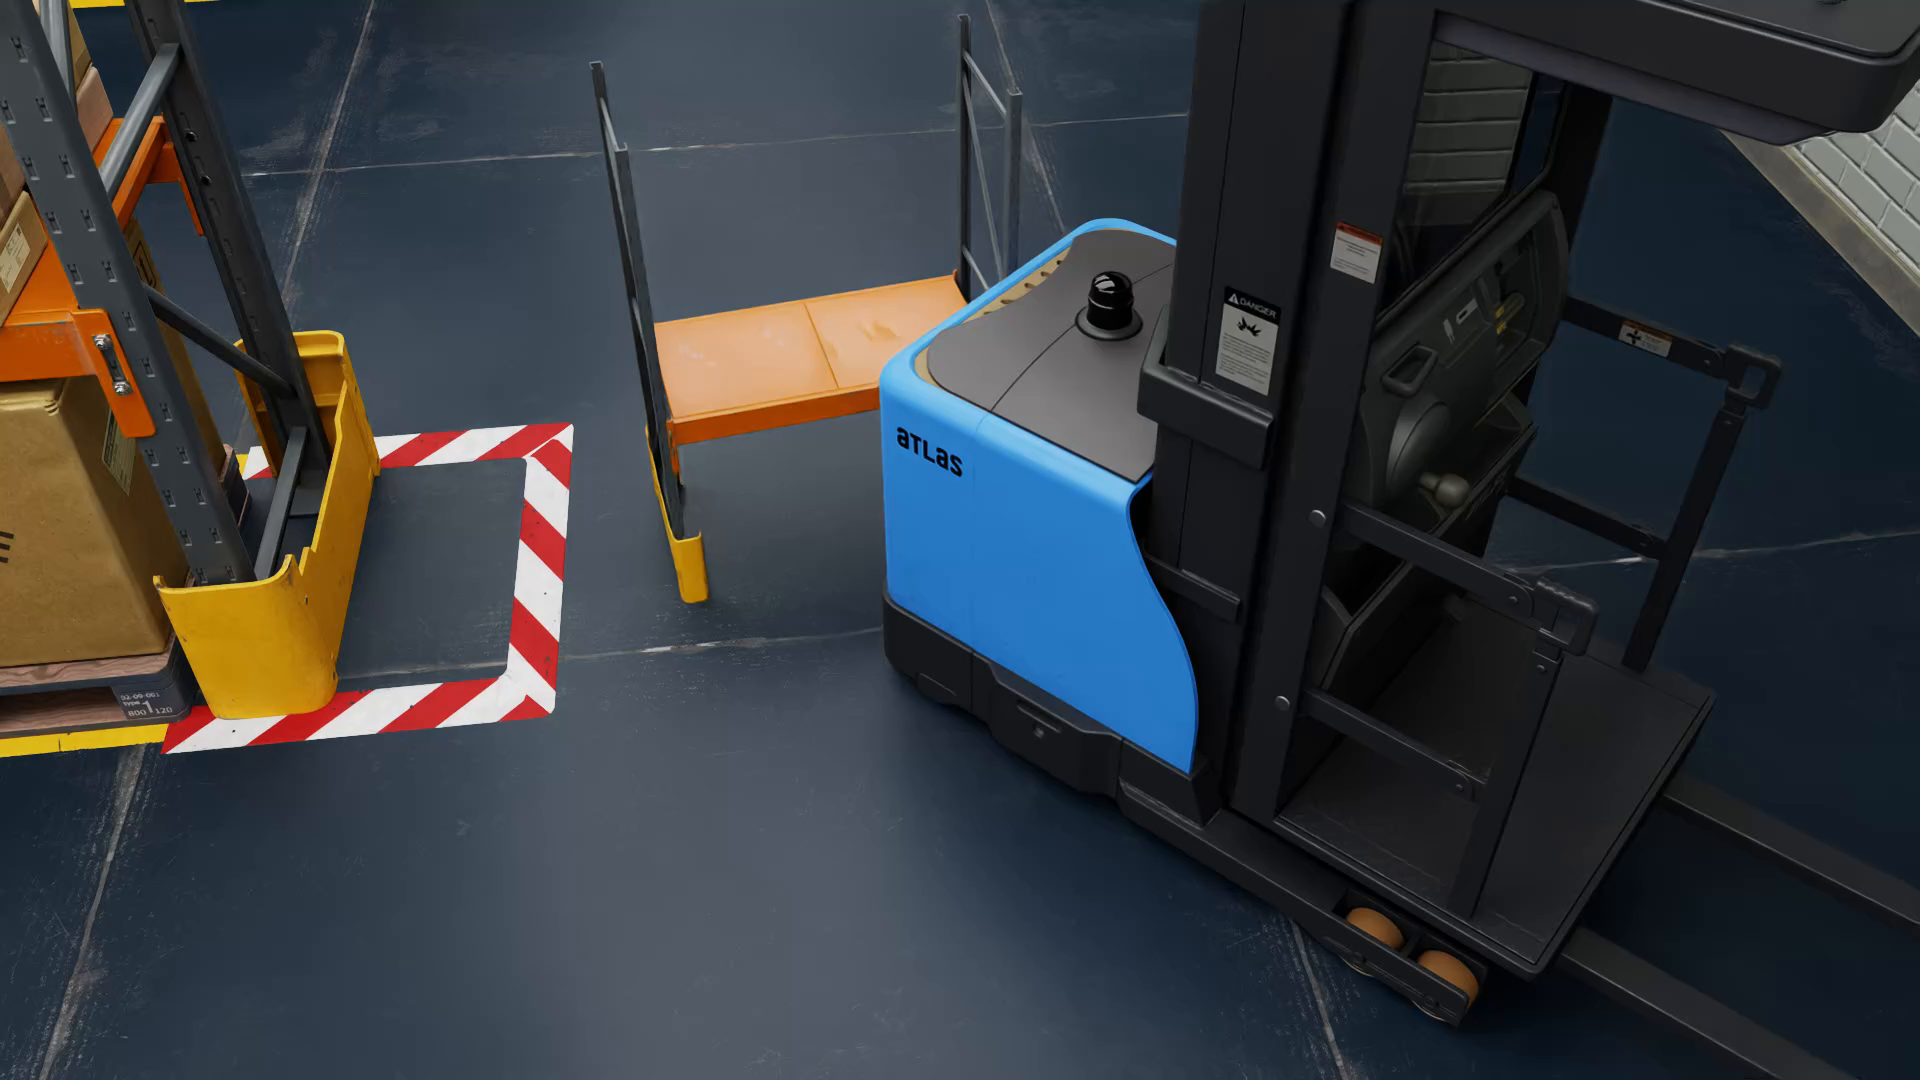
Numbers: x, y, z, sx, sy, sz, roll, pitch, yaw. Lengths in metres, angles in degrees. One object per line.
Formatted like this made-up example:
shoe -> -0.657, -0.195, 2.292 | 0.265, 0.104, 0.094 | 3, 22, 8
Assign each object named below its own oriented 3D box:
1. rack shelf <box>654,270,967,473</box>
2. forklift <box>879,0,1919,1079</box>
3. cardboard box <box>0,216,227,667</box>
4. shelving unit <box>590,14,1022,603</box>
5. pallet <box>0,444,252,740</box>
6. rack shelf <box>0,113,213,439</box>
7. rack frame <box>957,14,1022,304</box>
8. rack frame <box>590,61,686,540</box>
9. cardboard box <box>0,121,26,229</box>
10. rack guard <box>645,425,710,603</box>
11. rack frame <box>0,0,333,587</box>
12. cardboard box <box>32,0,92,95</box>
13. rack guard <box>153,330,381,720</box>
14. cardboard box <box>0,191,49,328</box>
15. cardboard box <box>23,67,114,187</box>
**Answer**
rack shelf -> -0.411, -0.518, 4.973 | 1.000, 0.185, 0.538 | -11, 43, -12
forklift -> 1.244, -0.347, 3.447 | 3.031, 2.935, 1.130 | 29, 49, 28
cardboard box -> -2.675, -0.260, 4.572 | 0.875, 0.875, 0.875 | -5, 42, -6
shelving unit -> -0.403, -0.653, 4.855 | 1.083, 1.500, 0.587 | -11, 43, -12
pallet -> -2.834, 0.155, 4.921 | 1.213, 0.211, 1.003 | -5, 42, -6
rack shelf -> -4.034, -0.561, 4.170 | 4.000, 0.370, 1.077 | -5, 42, -6
rack frame -> 0.076, -0.748, 4.960 | 0.032, 1.500, 0.500 | -11, 43, -12
rack frame -> -0.899, -0.555, 4.746 | 0.032, 1.500, 0.500 | -11, 43, -12
cardboard box -> -2.497, -0.838, 3.830 | 0.500, 0.250, 0.500 | -6, 42, -6
rack guard -> -0.880, -0.095, 5.168 | 0.087, 0.250, 0.587 | -11, 43, -12
rack frame -> -2.051, -1.002, 4.121 | 0.127, 3.000, 1.000 | -5, 42, -6
cardboard box -> -2.562, -1.194, 4.224 | 0.500, 0.250, 0.500 | -6, 42, -7
rack guard -> -2.027, -0.076, 4.961 | 0.348, 0.500, 1.175 | -5, 42, -6
cardboard box -> -2.362, -0.659, 3.929 | 0.250, 0.149, 0.380 | -4, 42, -5
cardboard box -> -2.446, -1.097, 4.414 | 0.250, 0.149, 0.380 | -5, 42, -5
